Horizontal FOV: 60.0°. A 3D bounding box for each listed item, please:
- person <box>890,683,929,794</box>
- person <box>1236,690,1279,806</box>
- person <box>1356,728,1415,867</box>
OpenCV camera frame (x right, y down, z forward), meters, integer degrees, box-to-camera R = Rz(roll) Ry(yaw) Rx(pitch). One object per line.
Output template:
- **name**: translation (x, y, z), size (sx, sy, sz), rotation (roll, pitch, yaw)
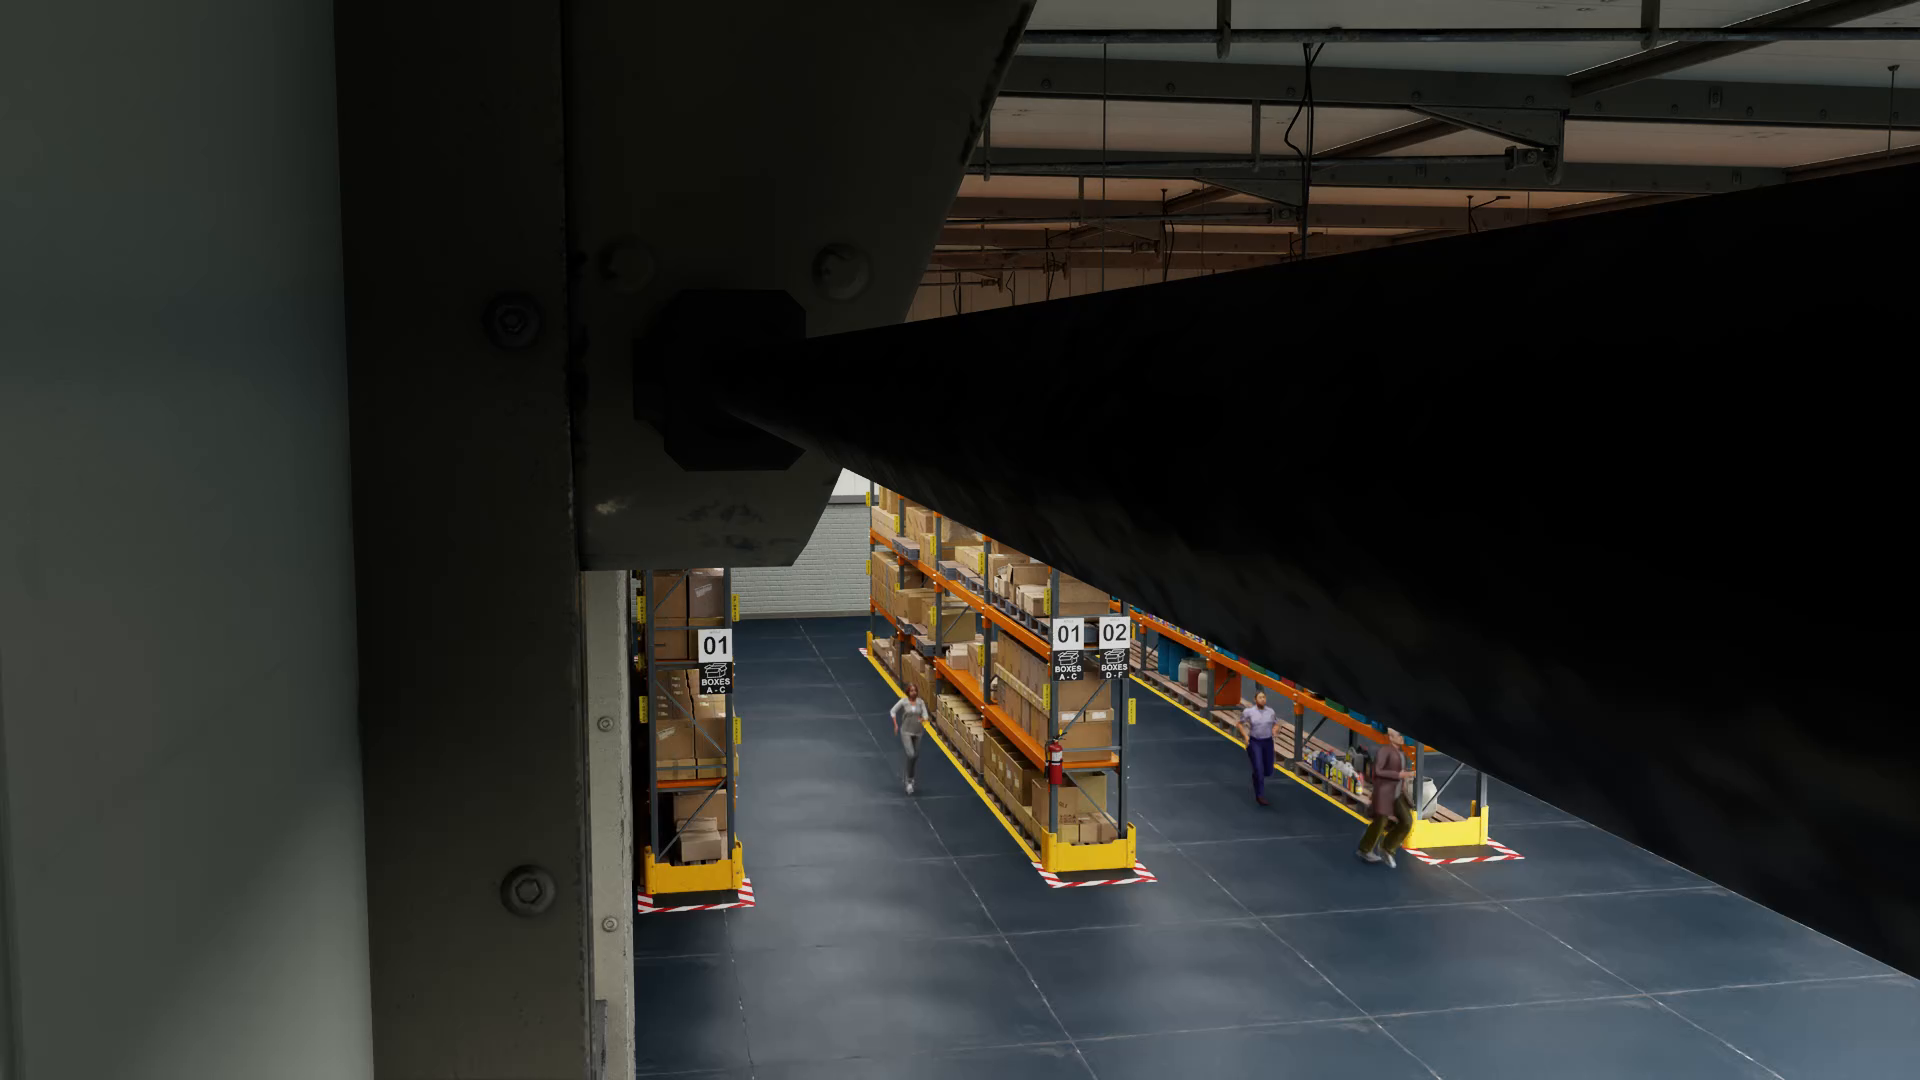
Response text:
- **person**: translation (-0.731, 2.943, 24.845), size (0.503, 1.644, 0.710), rotation (-2, 6, -22)
- **person**: translation (4.366, 3.001, 24.270), size (0.620, 1.603, 0.804), rotation (-1, 6, -13)
- **person**: translation (5.491, 3.273, 21.138), size (0.708, 1.802, 0.776), rotation (-5, 8, -40)
